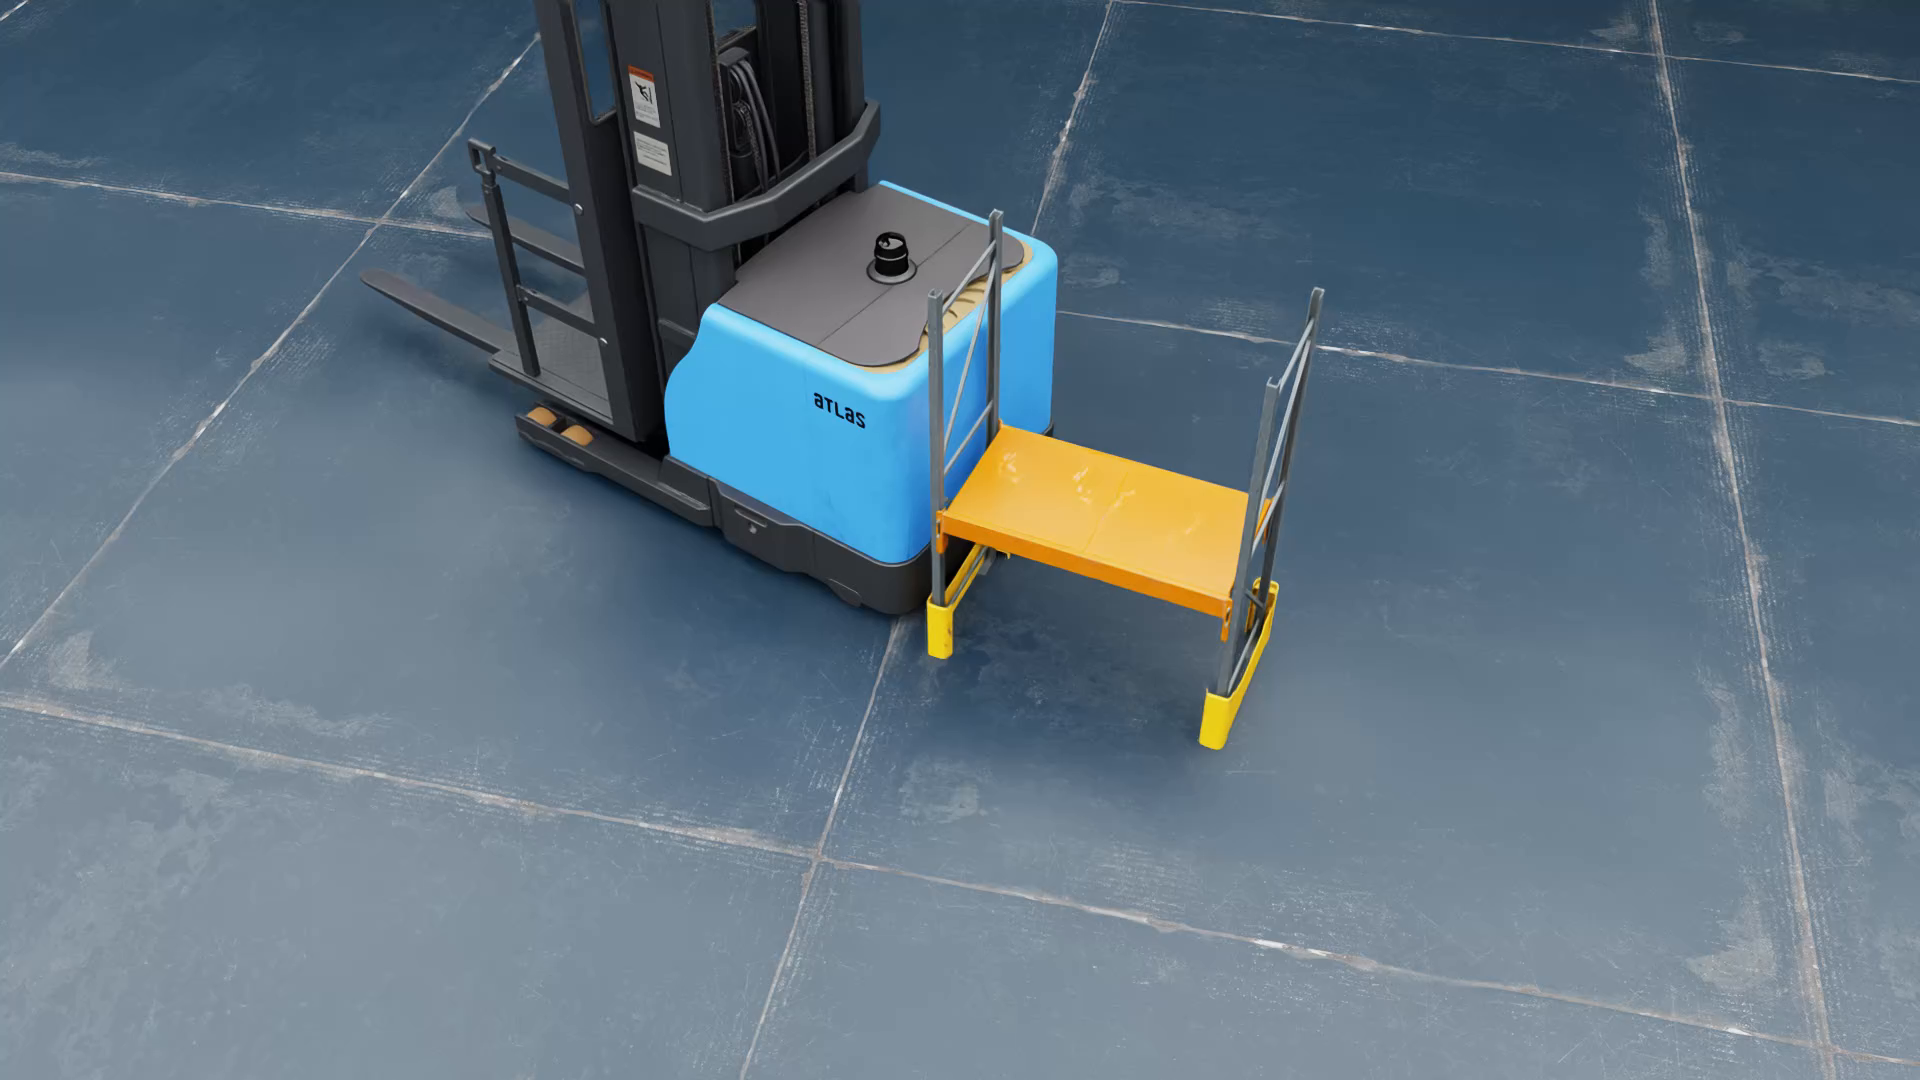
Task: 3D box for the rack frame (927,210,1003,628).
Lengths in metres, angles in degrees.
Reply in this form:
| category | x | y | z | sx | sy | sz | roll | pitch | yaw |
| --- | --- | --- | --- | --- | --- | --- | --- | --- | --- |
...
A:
| category | x | y | z | sx | sy | sz | roll | pitch | yaw |
| --- | --- | --- | --- | --- | --- | --- | --- | --- | --- |
| rack frame | 0.019 | -0.321 | 5.502 | 0.032 | 1.500 | 0.500 | 17 | 46 | 17 |

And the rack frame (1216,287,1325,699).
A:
| category | x | y | z | sx | sy | sz | roll | pitch | yaw |
| --- | --- | --- | --- | --- | --- | --- | --- | --- | --- |
| rack frame | 0.949 | -0.035 | 5.205 | 0.032 | 1.500 | 0.500 | 17 | 46 | 17 |

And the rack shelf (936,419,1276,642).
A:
| category | x | y | z | sx | sy | sz | roll | pitch | yaw |
| --- | --- | --- | --- | --- | --- | --- | --- | --- | --- |
| rack shelf | 0.484 | -0.049 | 5.479 | 1.000 | 0.185 | 0.538 | 17 | 46 | 17 |

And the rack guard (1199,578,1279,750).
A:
| category | x | y | z | sx | sy | sz | roll | pitch | yaw |
| --- | --- | --- | --- | --- | --- | --- | --- | --- | --- |
| rack guard | 0.947 | 0.415 | 5.639 | 0.087 | 0.250 | 0.587 | 17 | 46 | 17 |

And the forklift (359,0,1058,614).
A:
| category | x | y | z | sx | sy | sz | roll | pitch | yaw |
| --- | --- | --- | --- | --- | --- | --- | --- | --- | --- |
| forklift | -1.143 | -1.613 | 5.813 | 3.031 | 2.935 | 1.130 | 26 | 50 | 24 |

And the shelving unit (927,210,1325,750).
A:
| category | x | y | z | sx | sy | sz | roll | pitch | yaw |
| --- | --- | --- | --- | --- | --- | --- | --- | --- | --- |
| shelving unit | 0.492 | -0.176 | 5.351 | 1.083 | 1.500 | 0.587 | 17 | 46 | 17 |

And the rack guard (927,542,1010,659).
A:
| category | x | y | z | sx | sy | sz | roll | pitch | yaw |
| --- | --- | --- | --- | --- | --- | --- | --- | --- | --- |
| rack guard | 0.037 | 0.135 | 5.930 | 0.087 | 0.250 | 0.587 | 17 | 46 | 17 |
